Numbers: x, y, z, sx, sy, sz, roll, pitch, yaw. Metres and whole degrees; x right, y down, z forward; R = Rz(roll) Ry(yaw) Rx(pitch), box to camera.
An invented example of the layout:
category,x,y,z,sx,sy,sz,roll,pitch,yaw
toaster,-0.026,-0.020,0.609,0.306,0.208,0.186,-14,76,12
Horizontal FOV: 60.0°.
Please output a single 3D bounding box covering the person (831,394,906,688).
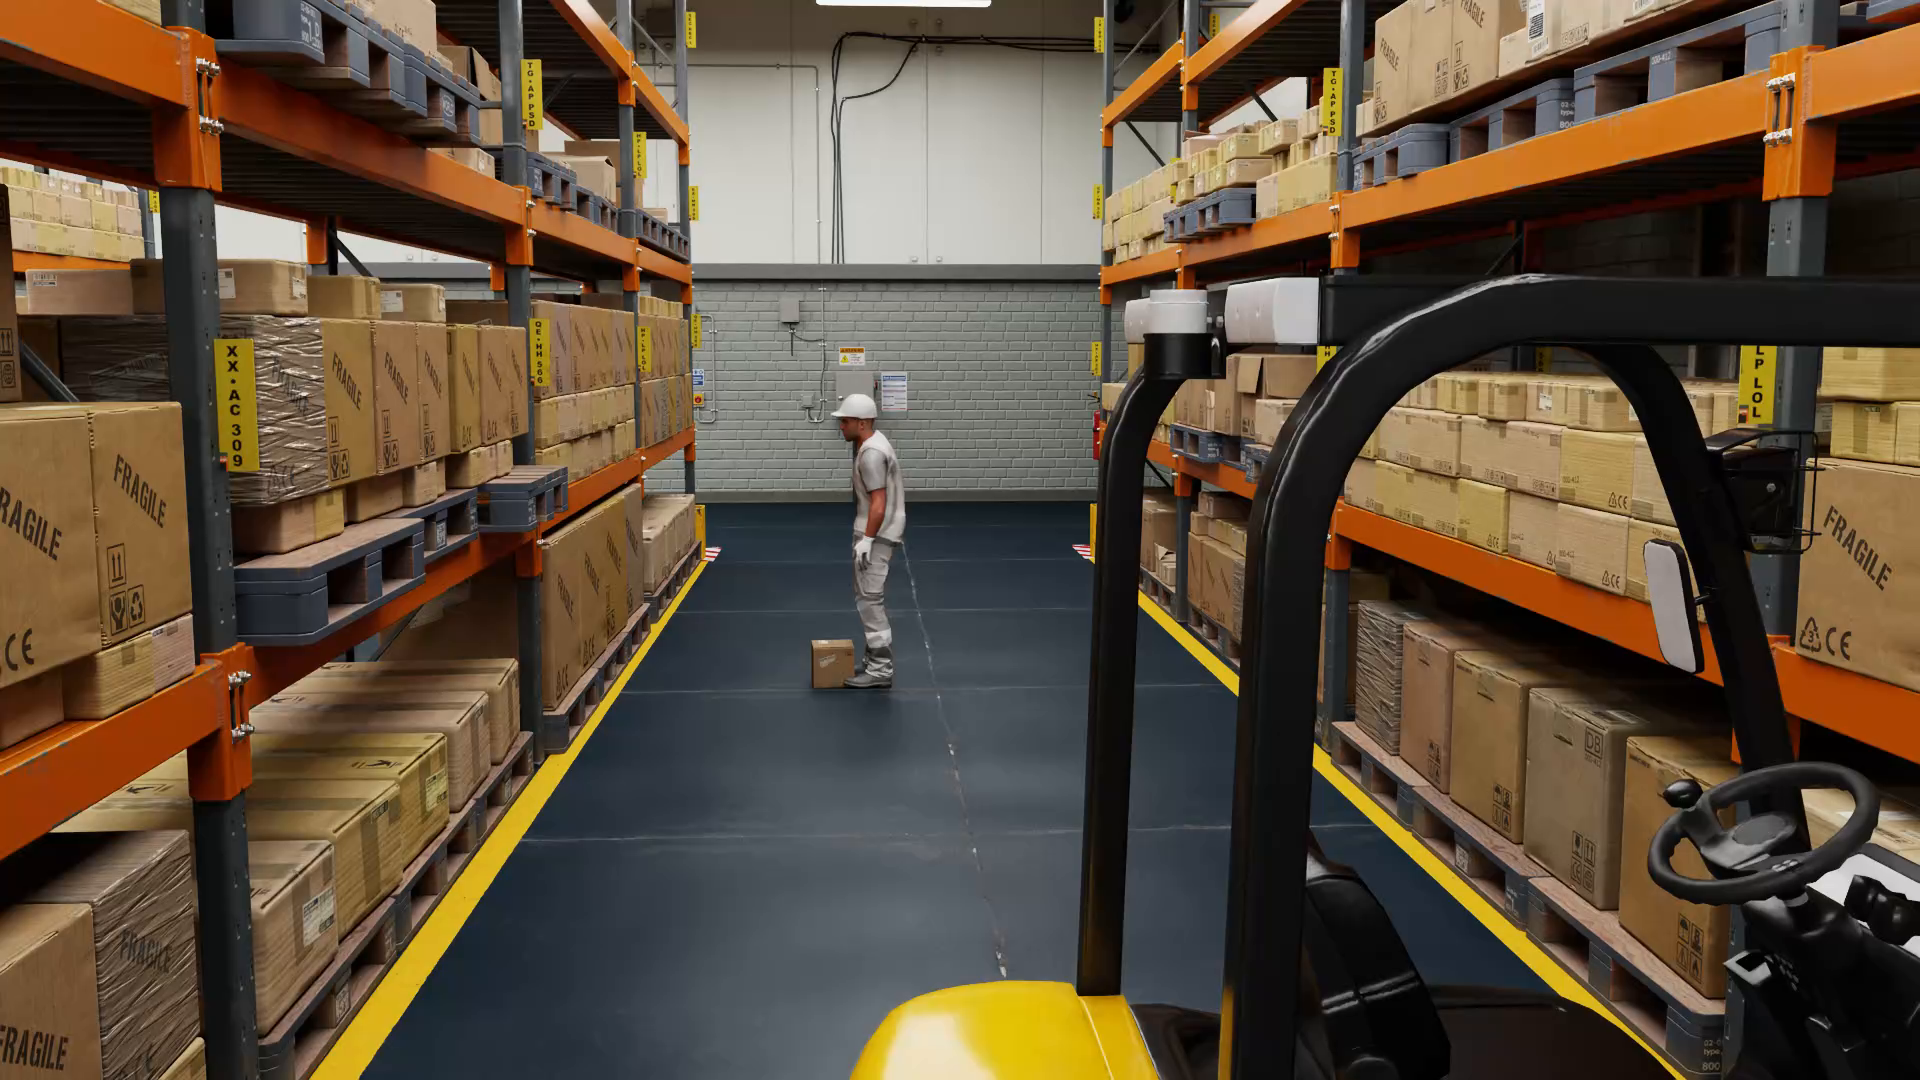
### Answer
category,x,y,z,sx,sy,sz,roll,pitch,yaw
person,-0.557,0.000,10.170,0.448,1.780,0.608,0,7,-3
